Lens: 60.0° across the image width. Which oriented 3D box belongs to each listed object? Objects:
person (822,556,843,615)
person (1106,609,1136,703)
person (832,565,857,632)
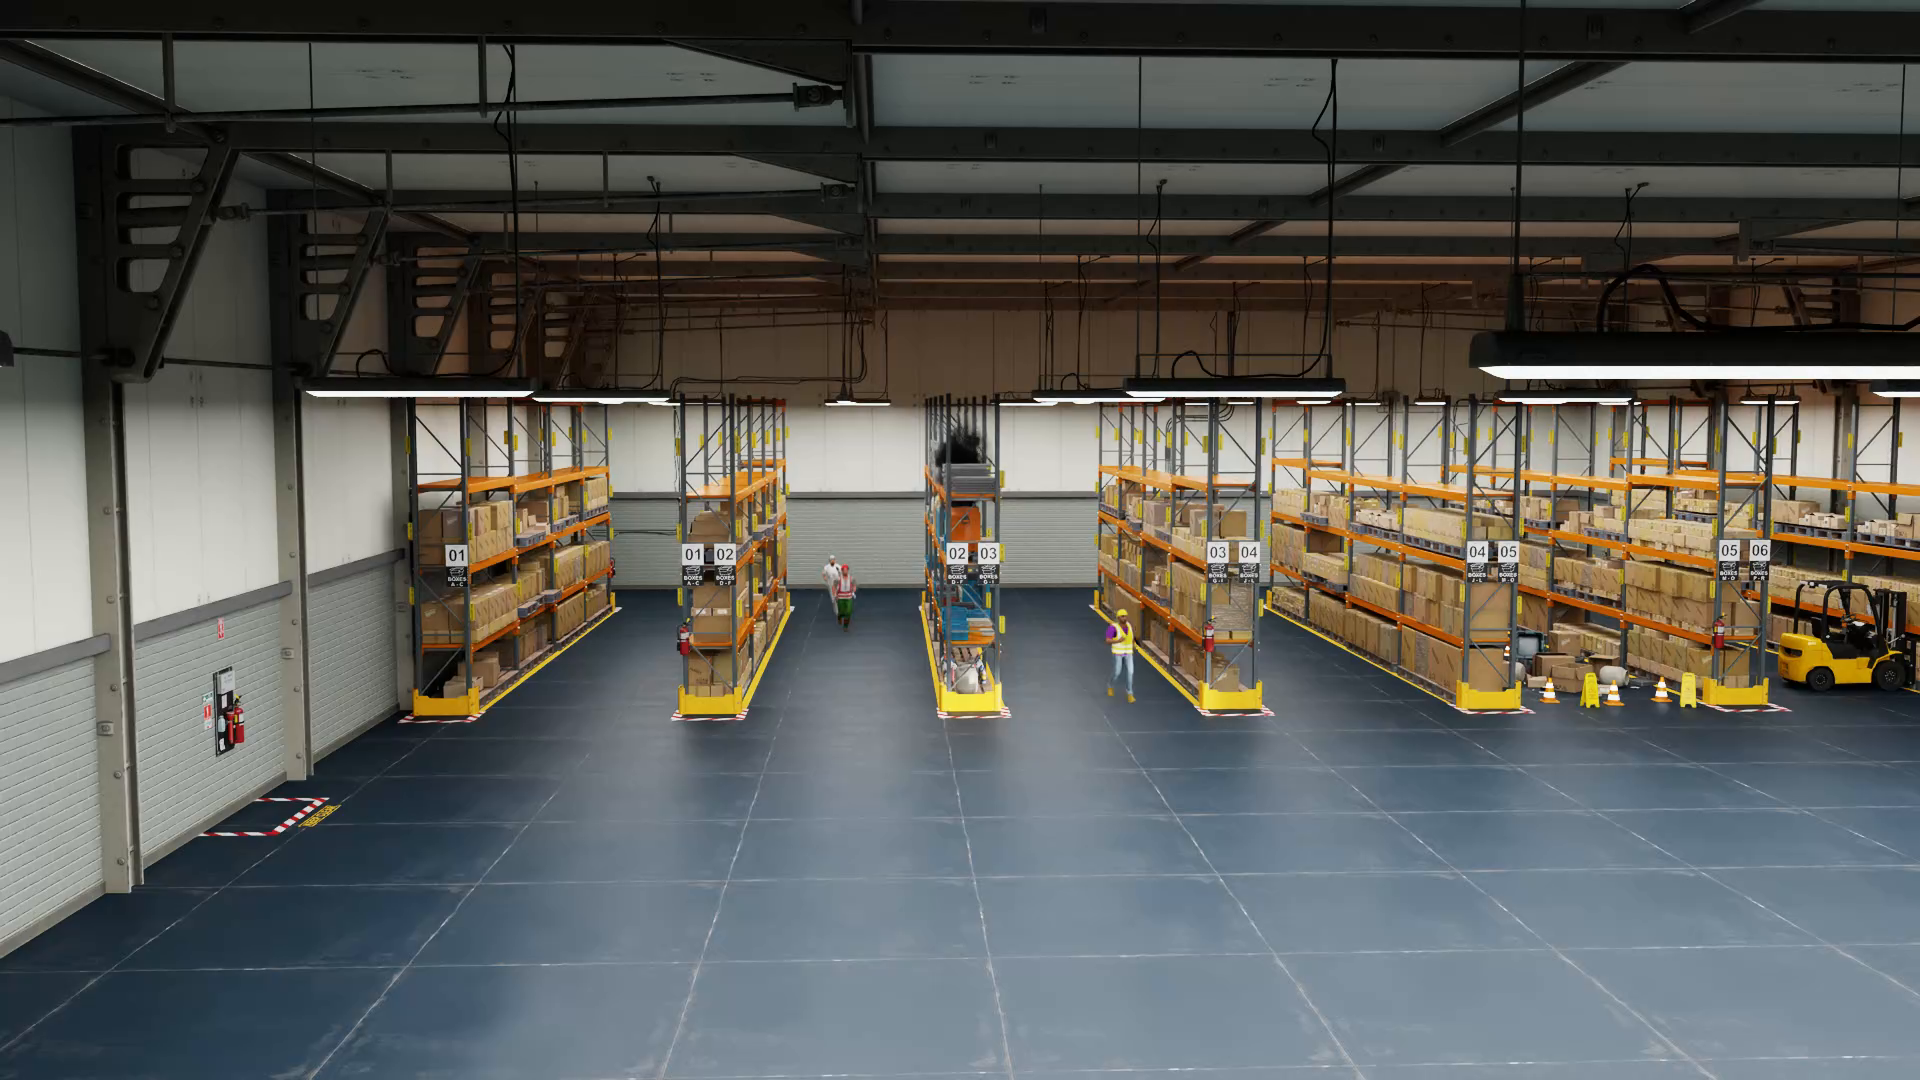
[{"bbox_3d":[-3.547,1.254,46.471,0.622,1.647,0.690,-1,5,-11],"label":"person"},{"bbox_3d":[3.153,2.244,32.565,0.721,1.794,0.903,-2,5,-20],"label":"person"},{"bbox_3d":[-2.967,1.487,42.766,0.645,1.736,0.636,-1,5,-13],"label":"person"}]
